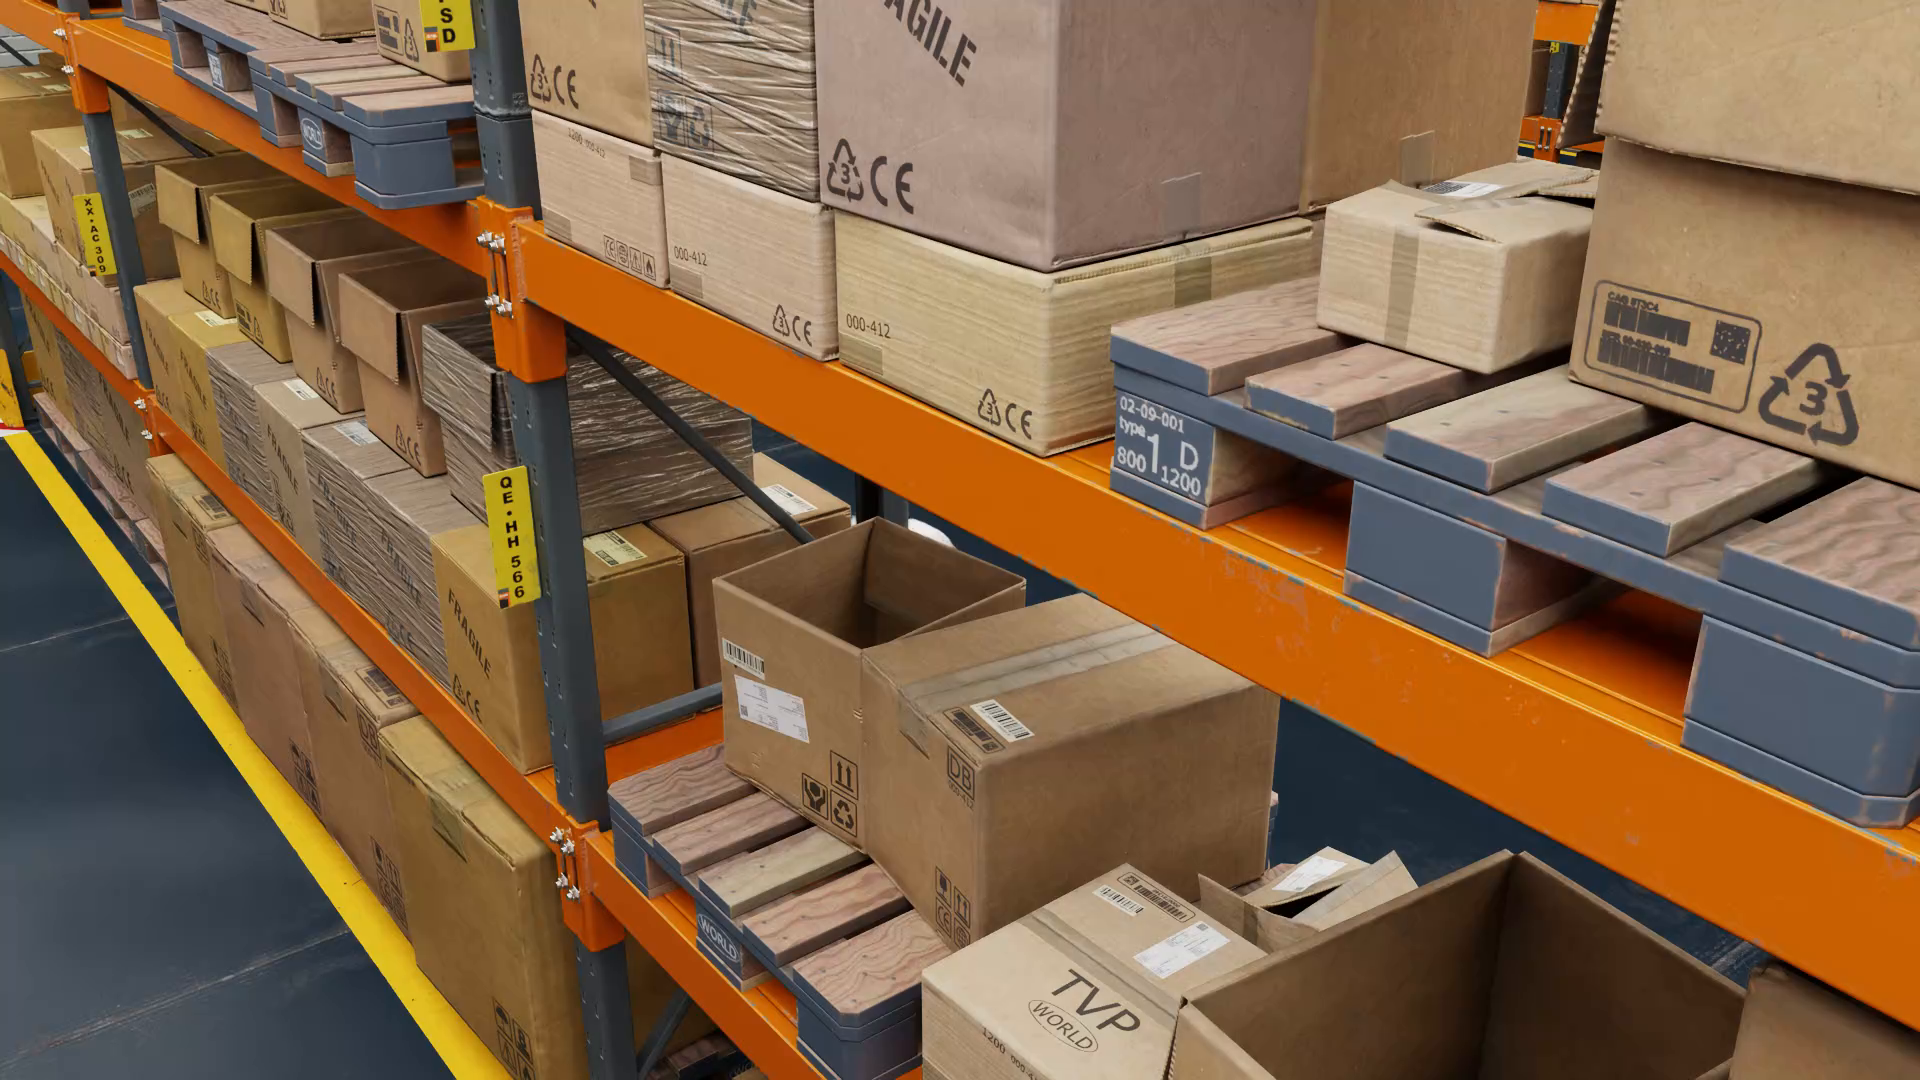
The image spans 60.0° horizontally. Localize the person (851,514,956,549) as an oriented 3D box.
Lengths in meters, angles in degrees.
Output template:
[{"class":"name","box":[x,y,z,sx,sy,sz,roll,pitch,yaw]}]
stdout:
[{"class":"person","box":[-0.394,0.305,6.936,0.525,0.932,0.974,-20,31,-36]}]
